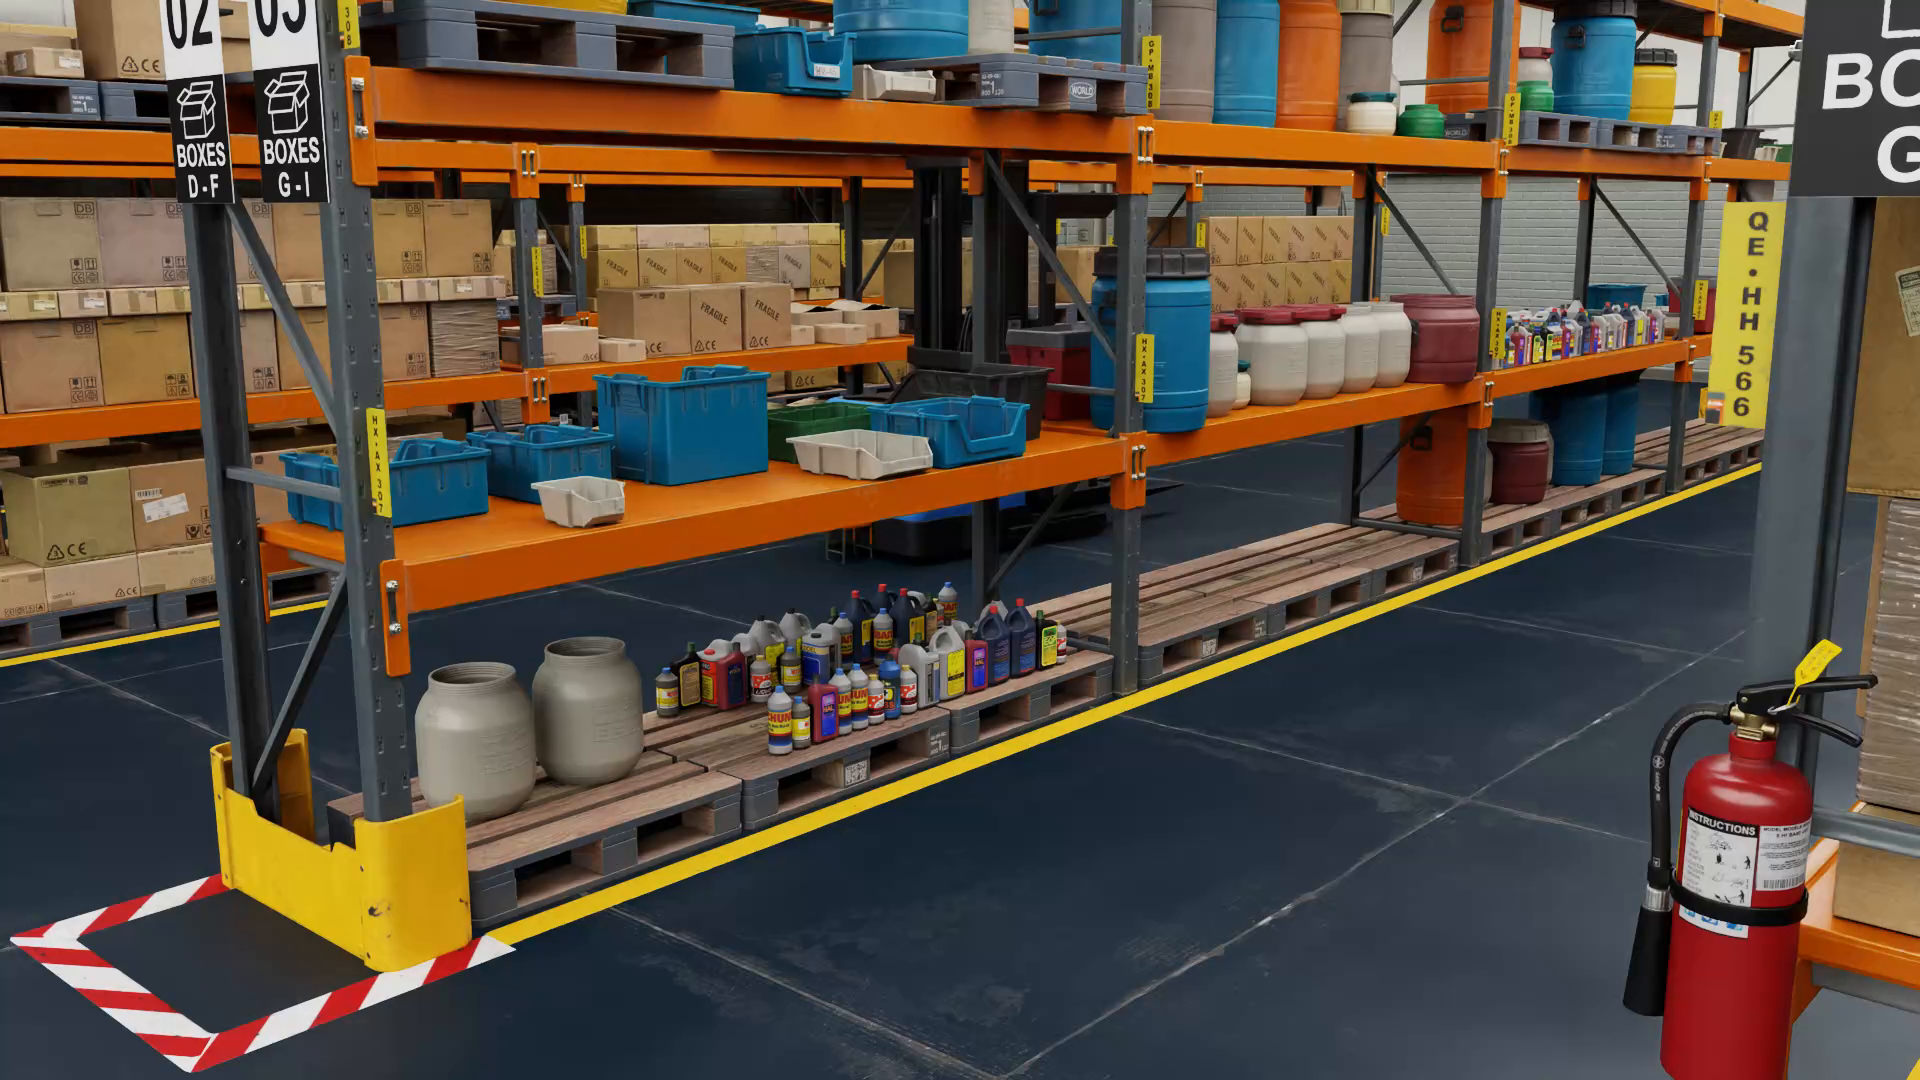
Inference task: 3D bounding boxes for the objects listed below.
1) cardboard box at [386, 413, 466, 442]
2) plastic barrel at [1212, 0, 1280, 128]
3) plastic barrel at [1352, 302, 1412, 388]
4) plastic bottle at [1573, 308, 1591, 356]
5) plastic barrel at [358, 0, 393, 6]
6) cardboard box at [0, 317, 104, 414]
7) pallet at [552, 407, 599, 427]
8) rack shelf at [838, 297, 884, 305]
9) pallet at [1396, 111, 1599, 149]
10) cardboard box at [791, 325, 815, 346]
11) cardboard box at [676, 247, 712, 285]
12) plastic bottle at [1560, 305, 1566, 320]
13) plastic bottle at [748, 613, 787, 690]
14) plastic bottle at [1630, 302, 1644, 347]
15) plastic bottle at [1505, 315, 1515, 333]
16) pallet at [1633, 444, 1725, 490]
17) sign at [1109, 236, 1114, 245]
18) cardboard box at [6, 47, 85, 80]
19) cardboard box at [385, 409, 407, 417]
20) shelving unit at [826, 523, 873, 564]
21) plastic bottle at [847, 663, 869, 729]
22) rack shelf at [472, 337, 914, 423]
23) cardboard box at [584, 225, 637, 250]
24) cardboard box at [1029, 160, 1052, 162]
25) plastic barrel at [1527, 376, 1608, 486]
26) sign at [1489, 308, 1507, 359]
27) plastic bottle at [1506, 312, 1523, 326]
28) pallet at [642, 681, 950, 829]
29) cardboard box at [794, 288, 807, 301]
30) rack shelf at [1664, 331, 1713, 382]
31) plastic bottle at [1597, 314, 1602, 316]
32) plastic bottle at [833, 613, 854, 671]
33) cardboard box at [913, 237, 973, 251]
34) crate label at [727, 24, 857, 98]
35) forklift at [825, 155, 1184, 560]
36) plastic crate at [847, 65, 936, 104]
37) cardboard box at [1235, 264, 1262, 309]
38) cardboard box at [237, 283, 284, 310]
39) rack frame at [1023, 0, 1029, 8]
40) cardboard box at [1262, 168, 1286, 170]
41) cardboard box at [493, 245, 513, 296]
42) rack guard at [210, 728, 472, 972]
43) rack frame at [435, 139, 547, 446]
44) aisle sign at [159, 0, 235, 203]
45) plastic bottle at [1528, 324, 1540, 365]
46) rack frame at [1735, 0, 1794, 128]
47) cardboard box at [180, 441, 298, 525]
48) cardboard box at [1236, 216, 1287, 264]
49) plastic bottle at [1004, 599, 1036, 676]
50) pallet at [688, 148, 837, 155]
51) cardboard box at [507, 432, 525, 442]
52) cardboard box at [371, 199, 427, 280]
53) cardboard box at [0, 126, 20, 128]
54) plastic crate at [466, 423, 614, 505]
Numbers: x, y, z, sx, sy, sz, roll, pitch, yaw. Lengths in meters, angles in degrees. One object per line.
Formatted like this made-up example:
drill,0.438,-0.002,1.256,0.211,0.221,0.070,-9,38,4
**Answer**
cardboard box,-3.782,-0.597,11.574,0.500,0.500,0.500,10,15,40
plastic barrel,1.513,-2.770,9.485,0.600,0.901,0.708,10,15,40
plastic barrel,2.599,-1.223,10.389,0.421,0.512,0.421,0,11,0
plastic bottle,4.670,-1.571,12.546,0.144,0.351,0.185,10,15,40
plastic barrel,-1.938,-2.145,5.466,0.600,0.830,0.708,10,15,40
cardboard box,-5.221,-1.005,9.327,0.700,0.500,0.500,10,15,42
pallet,-3.747,-1.366,18.514,1.003,0.211,1.213,10,15,40
rack shelf,-0.364,-3.158,22.199,1.077,0.370,4.000,10,15,40
pallet,3.696,-2.825,11.520,1.003,0.211,1.213,10,15,40
cardboard box,-1.400,-1.670,13.553,0.250,0.149,0.380,-11,16,-43
cardboard box,-3.130,-3.019,18.604,0.500,0.500,0.500,10,15,40
plastic bottle,5.107,-1.860,14.161,0.061,0.283,0.133,10,15,40
plastic bottle,-0.895,0.508,7.650,0.144,0.351,0.185,11,15,43
plastic bottle,5.397,-1.734,13.358,0.144,0.351,0.185,10,15,40
plastic bottle,4.285,-1.622,13.003,0.097,0.271,0.097,0,11,0
pallet,6.214,-0.681,15.082,1.003,0.211,1.213,10,15,40
sign,1.627,-3.070,17.712,0.100,0.325,0.005,10,15,40
cardboard box,-4.973,-2.583,9.040,0.380,0.149,0.250,10,15,40
cardboard box,-5.821,-1.292,16.280,0.700,0.500,0.500,10,15,41
shelving unit,-0.767,-0.381,11.437,0.252,1.050,0.215,-10,15,-41
plastic bottle,-0.440,0.661,7.087,0.097,0.271,0.097,0,11,0
rack shelf,-1.921,-1.341,13.102,1.077,0.370,4.000,10,15,40
cardboard box,-3.812,-3.238,17.783,0.500,0.250,0.500,10,15,42
cardboard box,0.342,-3.728,15.303,0.910,0.500,0.500,10,15,40
plastic barrel,4.919,-0.930,13.495,0.600,0.901,0.708,10,15,40
sign,3.536,-1.357,10.929,0.100,0.325,0.005,10,15,40
plastic bottle,4.402,-1.685,13.307,0.152,0.276,0.135,10,15,40
pallet,-0.803,0.883,7.252,1.003,0.211,1.213,10,15,40
cardboard box,-2.048,-2.944,19.883,0.380,0.149,0.250,10,15,42
rack shelf,7.078,-1.877,15.786,1.077,0.370,4.000,10,15,40
plastic bottle,5.061,-1.658,13.181,0.097,0.271,0.097,0,11,0
plastic bottle,-0.561,0.483,7.976,0.097,0.271,0.097,0,11,0
cardboard box,-0.355,-3.656,22.091,0.980,0.700,0.700,9,14,38
crate label,-0.679,-1.800,6.288,0.502,0.251,0.408,10,15,40
forklift,0.460,-1.519,12.336,3.031,2.935,1.130,-10,15,-41
plastic crate,-0.279,-1.811,6.637,0.243,0.136,0.396,10,15,40
cardboard box,2.916,-2.741,18.020,0.500,0.500,0.500,10,15,41
cardboard box,-4.272,-1.473,10.014,0.380,0.149,0.250,10,15,42
rack frame,0.957,-6.747,23.014,1.000,3.000,0.127,10,15,40
cardboard box,3.211,-4.160,18.103,0.500,0.250,0.500,10,15,40
cardboard box,-4.976,-2.736,16.874,0.700,0.500,0.500,8,14,35
rack guard,-2.148,1.039,5.734,1.175,0.500,0.348,10,15,40
rack frame,-3.241,-1.399,11.558,1.000,3.000,0.127,10,15,40
aisle sign,-2.434,-1.472,5.287,0.394,0.787,0.004,10,15,40
plastic bottle,4.074,-1.393,11.826,0.061,0.283,0.133,10,15,40
rack frame,8.399,-5.466,16.601,1.000,3.000,0.127,10,15,40
cardboard box,-4.368,-0.306,10.121,0.500,0.500,0.500,10,15,40
cardboard box,3.242,-3.300,18.267,0.500,0.500,0.500,9,15,39
plastic bottle,0.269,0.457,7.904,0.144,0.351,0.185,9,15,39
pallet,-1.718,-3.090,12.846,1.003,0.211,1.213,11,16,43
cardboard box,-3.189,-0.628,12.215,0.500,0.311,0.500,10,15,40
cardboard box,-3.862,-1.944,10.717,0.700,0.500,0.500,10,15,40
cardboard box,-7.793,-3.303,13.128,0.500,0.500,0.500,9,14,38
plastic crate,-1.625,-0.304,6.454,0.499,0.251,0.408,10,15,40
